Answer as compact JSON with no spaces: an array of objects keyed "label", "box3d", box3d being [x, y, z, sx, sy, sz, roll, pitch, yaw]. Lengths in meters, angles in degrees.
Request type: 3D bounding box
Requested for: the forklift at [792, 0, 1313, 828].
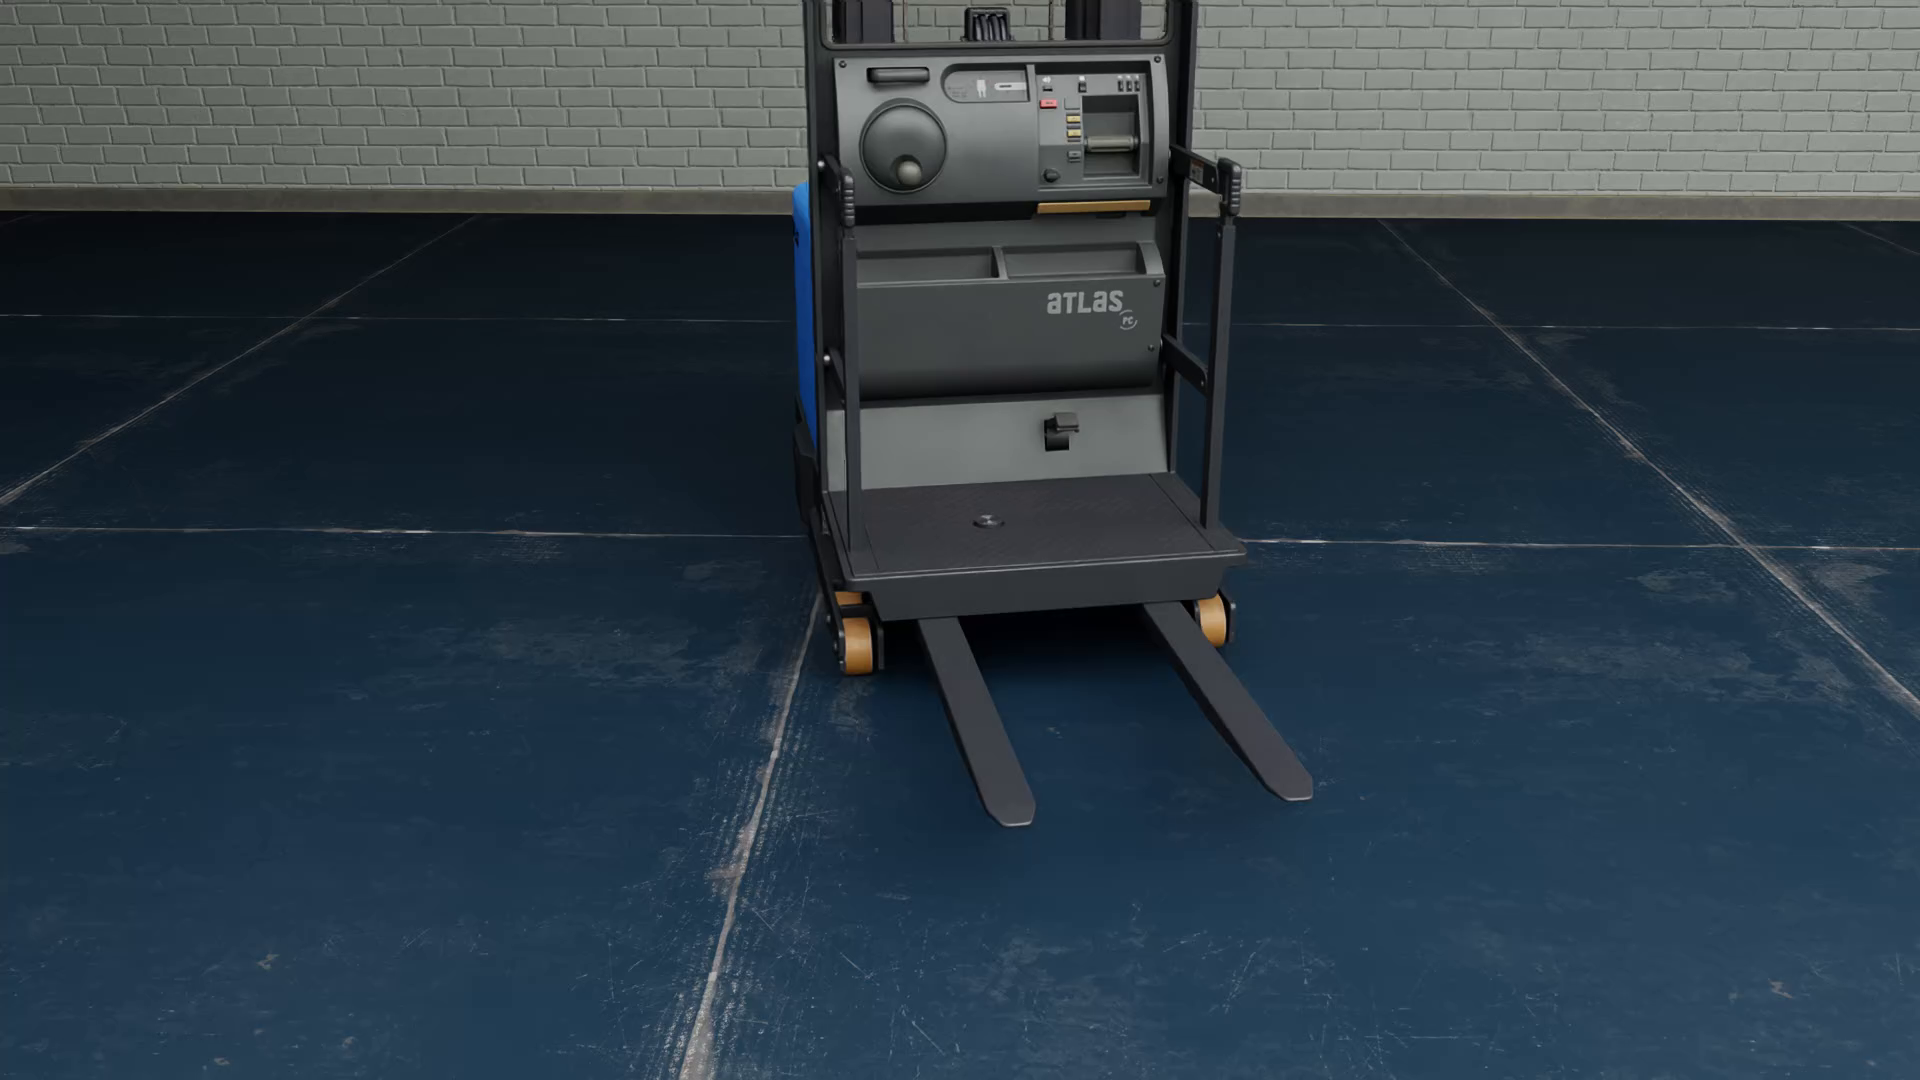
[{"label":"forklift","box3d":[0.159,-1.133,4.397,1.130,2.935,3.031,-4,21,-9]}]
